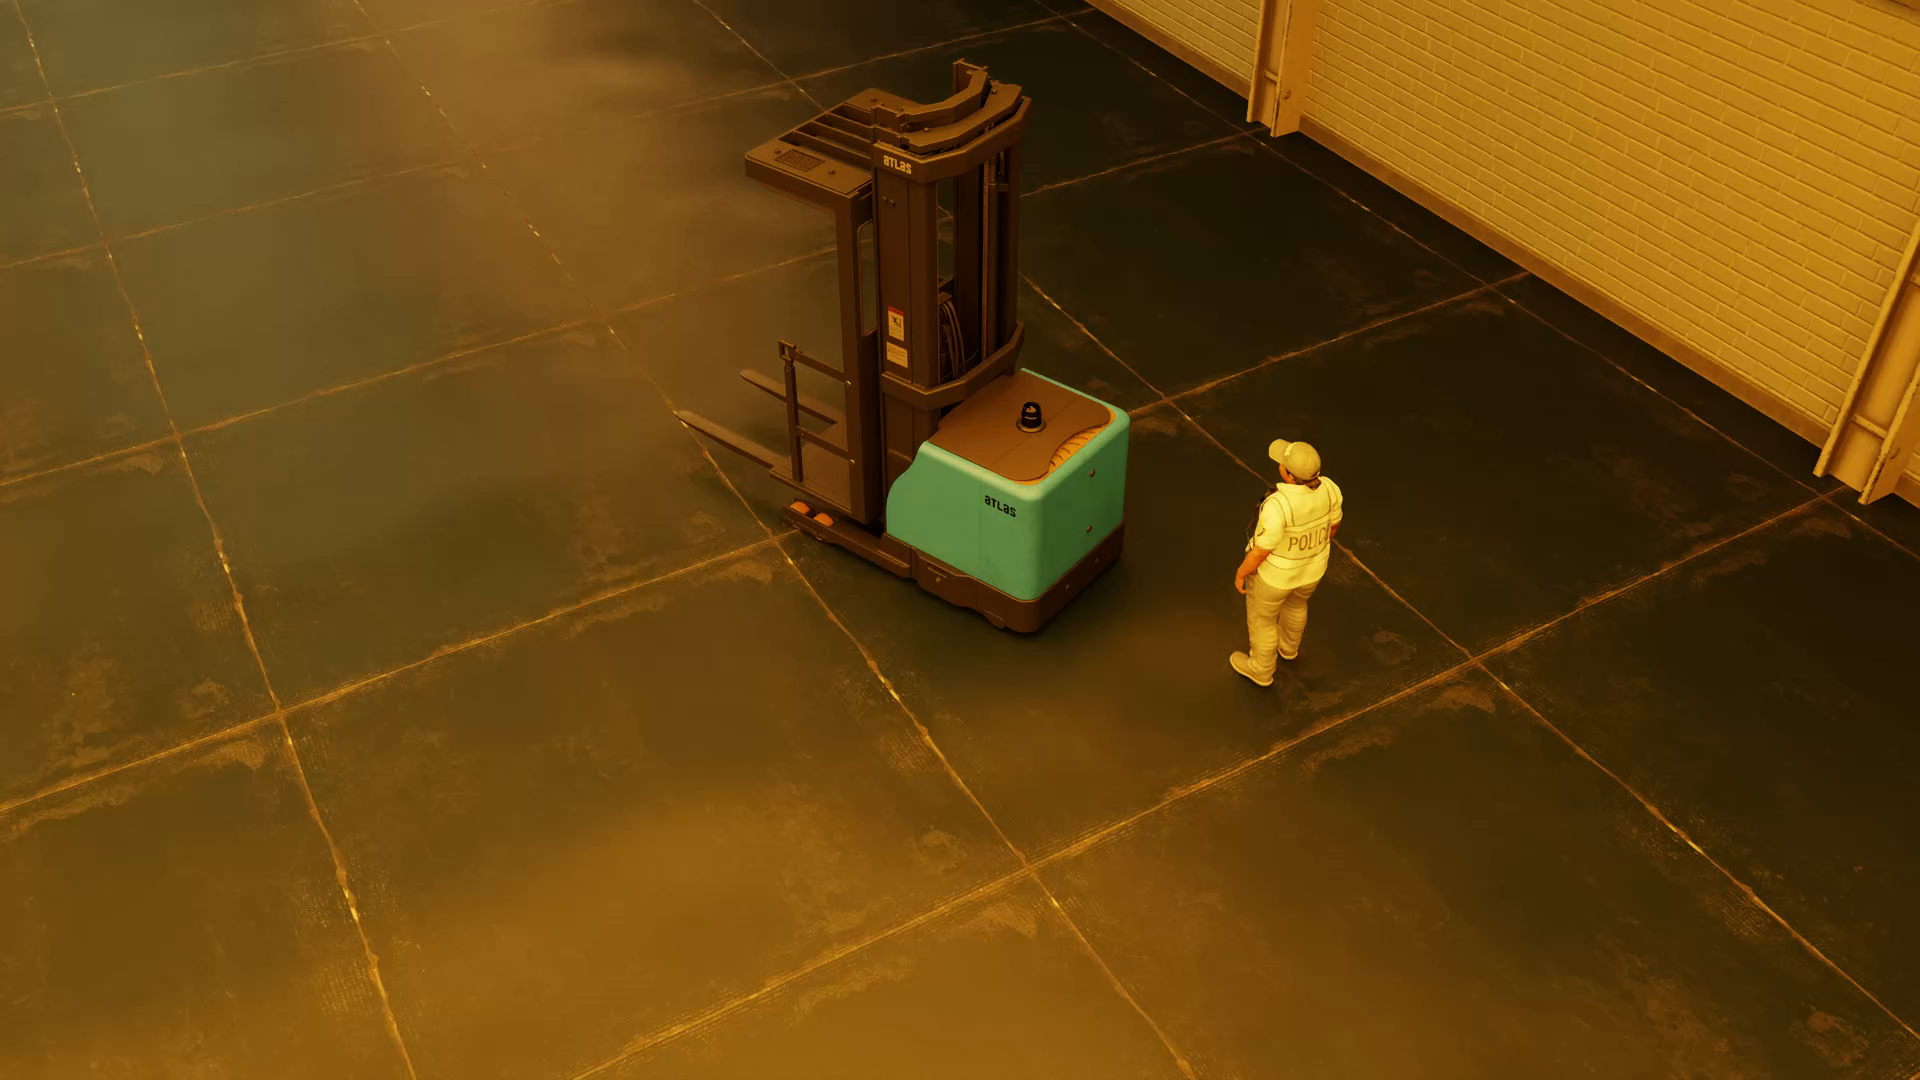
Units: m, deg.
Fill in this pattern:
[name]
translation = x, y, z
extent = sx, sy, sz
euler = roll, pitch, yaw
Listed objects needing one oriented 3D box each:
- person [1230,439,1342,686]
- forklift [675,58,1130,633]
[person]
translation = 1.706, 0.091, 8.906
extent = 0.599, 1.670, 0.529
euler = -19, 43, -21
[forklift]
translation = -0.481, -1.366, 9.683
extent = 3.031, 2.935, 1.130
euler = 26, 46, 28
